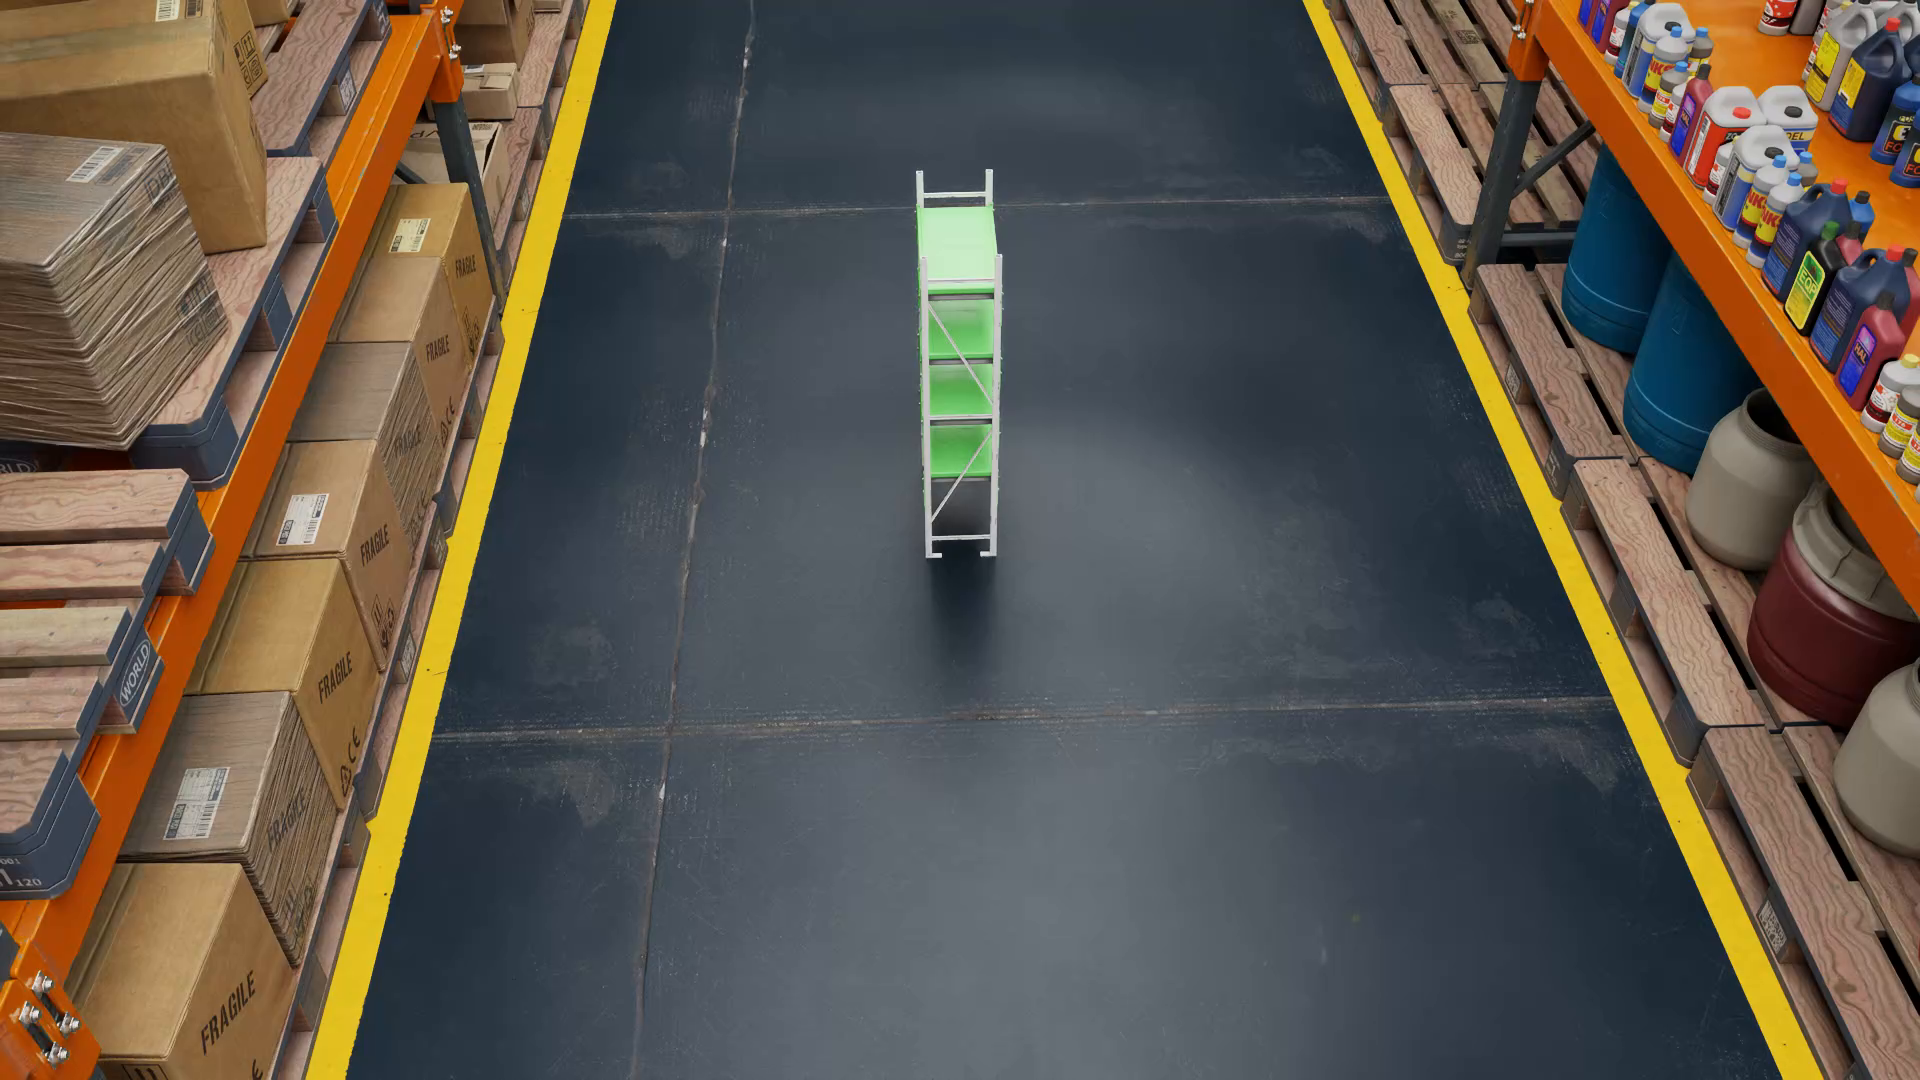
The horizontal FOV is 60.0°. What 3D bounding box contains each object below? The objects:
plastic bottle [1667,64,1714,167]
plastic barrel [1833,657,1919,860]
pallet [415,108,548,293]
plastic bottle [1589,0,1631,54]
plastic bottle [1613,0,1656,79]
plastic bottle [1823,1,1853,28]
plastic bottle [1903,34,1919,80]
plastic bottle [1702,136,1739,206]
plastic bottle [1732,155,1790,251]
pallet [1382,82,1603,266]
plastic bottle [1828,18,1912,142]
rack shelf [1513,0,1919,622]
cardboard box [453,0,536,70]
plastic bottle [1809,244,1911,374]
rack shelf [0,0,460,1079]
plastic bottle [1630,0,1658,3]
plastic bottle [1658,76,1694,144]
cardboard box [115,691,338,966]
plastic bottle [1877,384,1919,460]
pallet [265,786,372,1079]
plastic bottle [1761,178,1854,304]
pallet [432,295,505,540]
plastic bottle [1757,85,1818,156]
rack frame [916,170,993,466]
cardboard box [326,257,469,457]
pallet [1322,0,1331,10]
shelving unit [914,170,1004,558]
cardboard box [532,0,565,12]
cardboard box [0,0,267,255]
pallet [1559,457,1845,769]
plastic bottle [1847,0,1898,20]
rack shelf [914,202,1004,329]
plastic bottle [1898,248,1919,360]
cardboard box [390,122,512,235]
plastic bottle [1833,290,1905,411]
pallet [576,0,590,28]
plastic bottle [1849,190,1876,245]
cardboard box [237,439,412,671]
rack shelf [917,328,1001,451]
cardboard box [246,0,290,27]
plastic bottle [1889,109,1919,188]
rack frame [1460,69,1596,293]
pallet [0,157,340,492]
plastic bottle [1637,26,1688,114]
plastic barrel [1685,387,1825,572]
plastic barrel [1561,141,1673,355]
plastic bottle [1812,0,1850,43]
[{"bbox_3d":[2.219,-1.280,5.013,0.061,0.283,0.133,-2,43,-2],"label":"plastic bottle"},{"bbox_3d":[2.611,0.572,4.437,0.421,0.512,0.421,0,43,0],"label":"plastic barrel"},{"bbox_3d":[-2.385,-1.479,7.207,1.003,0.211,1.213,-2,43,-2],"label":"pallet"},{"bbox_3d":[2.187,-1.790,5.569,0.061,0.283,0.133,-2,43,-2],"label":"plastic bottle"},{"bbox_3d":[2.214,-1.642,5.417,0.097,0.271,0.097,0,43,0],"label":"plastic bottle"},{"bbox_3d":[2.909,-1.683,5.514,0.097,0.201,0.097,0,43,0],"label":"plastic bottle"},{"bbox_3d":[2.966,-1.429,5.125,0.144,0.351,0.185,-2,43,-2],"label":"plastic bottle"},{"bbox_3d":[2.248,-1.082,4.857,0.097,0.201,0.097,0,43,0],"label":"plastic bottle"},{"bbox_3d":[2.258,-0.951,4.663,0.097,0.271,0.097,0,43,0],"label":"plastic bottle"},{"bbox_3d":[2.522,-1.650,7.394,1.003,0.211,1.213,-2,43,-2],"label":"pallet"},{"bbox_3d":[2.822,-1.425,5.121,0.144,0.351,0.185,-2,43,-2],"label":"plastic bottle"},{"bbox_3d":[2.677,-0.567,4.681,1.077,0.370,4.000,-2,43,-2],"label":"rack shelf"},{"bbox_3d":[-2.442,-2.553,7.838,0.797,0.503,0.637,-2,43,-2],"label":"cardboard box"},{"bbox_3d":[2.305,-0.605,4.227,0.144,0.351,0.185,-2,43,-2],"label":"plastic bottle"},{"bbox_3d":[-2.272,-0.428,4.529,1.077,0.370,4.000,-2,43,-2],"label":"rack shelf"},{"bbox_3d":[2.285,-1.890,5.629,0.144,0.351,0.185,-2,43,-2],"label":"plastic bottle"},{"bbox_3d":[2.232,-1.329,5.127,0.097,0.201,0.097,0,43,0],"label":"plastic bottle"},{"bbox_3d":[-1.949,0.748,4.239,0.500,0.500,0.500,-3,43,-3],"label":"cardboard box"},{"bbox_3d":[2.297,-0.299,4.003,0.097,0.201,0.097,0,43,0],"label":"plastic bottle"},{"bbox_3d":[-2.181,1.180,4.306,1.003,0.211,1.213,-2,43,-2],"label":"pallet"},{"bbox_3d":[2.291,-0.820,4.461,0.144,0.351,0.185,-2,43,-2],"label":"plastic bottle"},{"bbox_3d":[-2.285,-0.467,6.103,1.003,0.211,1.213,-2,43,-2],"label":"pallet"},{"bbox_3d":[2.422,-1.193,4.923,0.152,0.276,0.135,-2,43,-2],"label":"plastic bottle"},{"bbox_3d":[-0.017,-0.719,5.646,0.240,1.200,0.015,-2,43,-2],"label":"rack frame"},{"bbox_3d":[-2.037,-0.625,5.736,0.500,0.500,0.500,-2,43,-2],"label":"cardboard box"},{"bbox_3d":[2.418,-3.297,9.191,1.003,0.211,1.213,-2,43,-2],"label":"pallet"},{"bbox_3d":[-0.007,-0.554,5.466,0.258,1.200,0.503,-2,43,-2],"label":"shelving unit"},{"bbox_3d":[-2.247,-2.890,8.392,0.500,0.250,0.500,-2,43,-2],"label":"cardboard box"},{"bbox_3d":[-2.220,-1.044,4.284,0.700,0.500,0.500,-12,44,-13],"label":"cardboard box"},{"bbox_3d":[2.638,0.193,5.383,1.003,0.211,1.213,-2,43,-2],"label":"pallet"},{"bbox_3d":[2.947,-1.634,5.404,0.152,0.276,0.135,-2,43,-2],"label":"plastic bottle"},{"bbox_3d":[-0.007,-0.861,5.185,0.258,0.148,0.480,-2,43,-2],"label":"rack shelf"},{"bbox_3d":[2.406,-0.601,4.272,0.061,0.283,0.133,-2,43,-2],"label":"plastic bottle"},{"bbox_3d":[-2.159,-1.504,6.835,0.500,0.311,0.500,-2,43,-2],"label":"cardboard box"},{"bbox_3d":[2.270,-0.472,4.131,0.061,0.283,0.133,-2,43,-2],"label":"plastic bottle"},{"bbox_3d":[-2.489,-3.126,9.004,1.003,0.211,1.213,-2,43,-2],"label":"pallet"},{"bbox_3d":[2.410,-0.824,4.524,0.097,0.271,0.097,0,43,0],"label":"plastic bottle"},{"bbox_3d":[-1.992,0.057,4.992,0.500,0.500,0.500,-3,43,-3],"label":"cardboard box"},{"bbox_3d":[-0.007,-0.507,5.510,0.258,0.148,0.480,-2,43,-2],"label":"rack shelf"},{"bbox_3d":[-2.560,-1.909,5.228,0.700,0.500,0.500,-15,45,-16],"label":"cardboard box"},{"bbox_3d":[2.851,-1.184,4.918,0.097,0.271,0.097,0,43,0],"label":"plastic bottle"},{"bbox_3d":[2.592,-2.183,5.911,1.000,3.000,0.127,-2,43,-2],"label":"rack frame"},{"bbox_3d":[-2.274,-0.585,4.310,1.003,0.211,1.213,-2,43,-2],"label":"pallet"},{"bbox_3d":[2.224,-1.486,5.246,0.097,0.271,0.097,0,43,0],"label":"plastic bottle"},{"bbox_3d":[2.563,-0.191,5.269,0.421,0.512,0.421,0,43,0],"label":"plastic barrel"},{"bbox_3d":[2.598,-1.196,6.077,0.600,0.901,0.708,-2,43,-2],"label":"plastic barrel"},{"bbox_3d":[2.964,-1.775,5.614,0.097,0.201,0.097,0,43,0],"label":"plastic bottle"}]
